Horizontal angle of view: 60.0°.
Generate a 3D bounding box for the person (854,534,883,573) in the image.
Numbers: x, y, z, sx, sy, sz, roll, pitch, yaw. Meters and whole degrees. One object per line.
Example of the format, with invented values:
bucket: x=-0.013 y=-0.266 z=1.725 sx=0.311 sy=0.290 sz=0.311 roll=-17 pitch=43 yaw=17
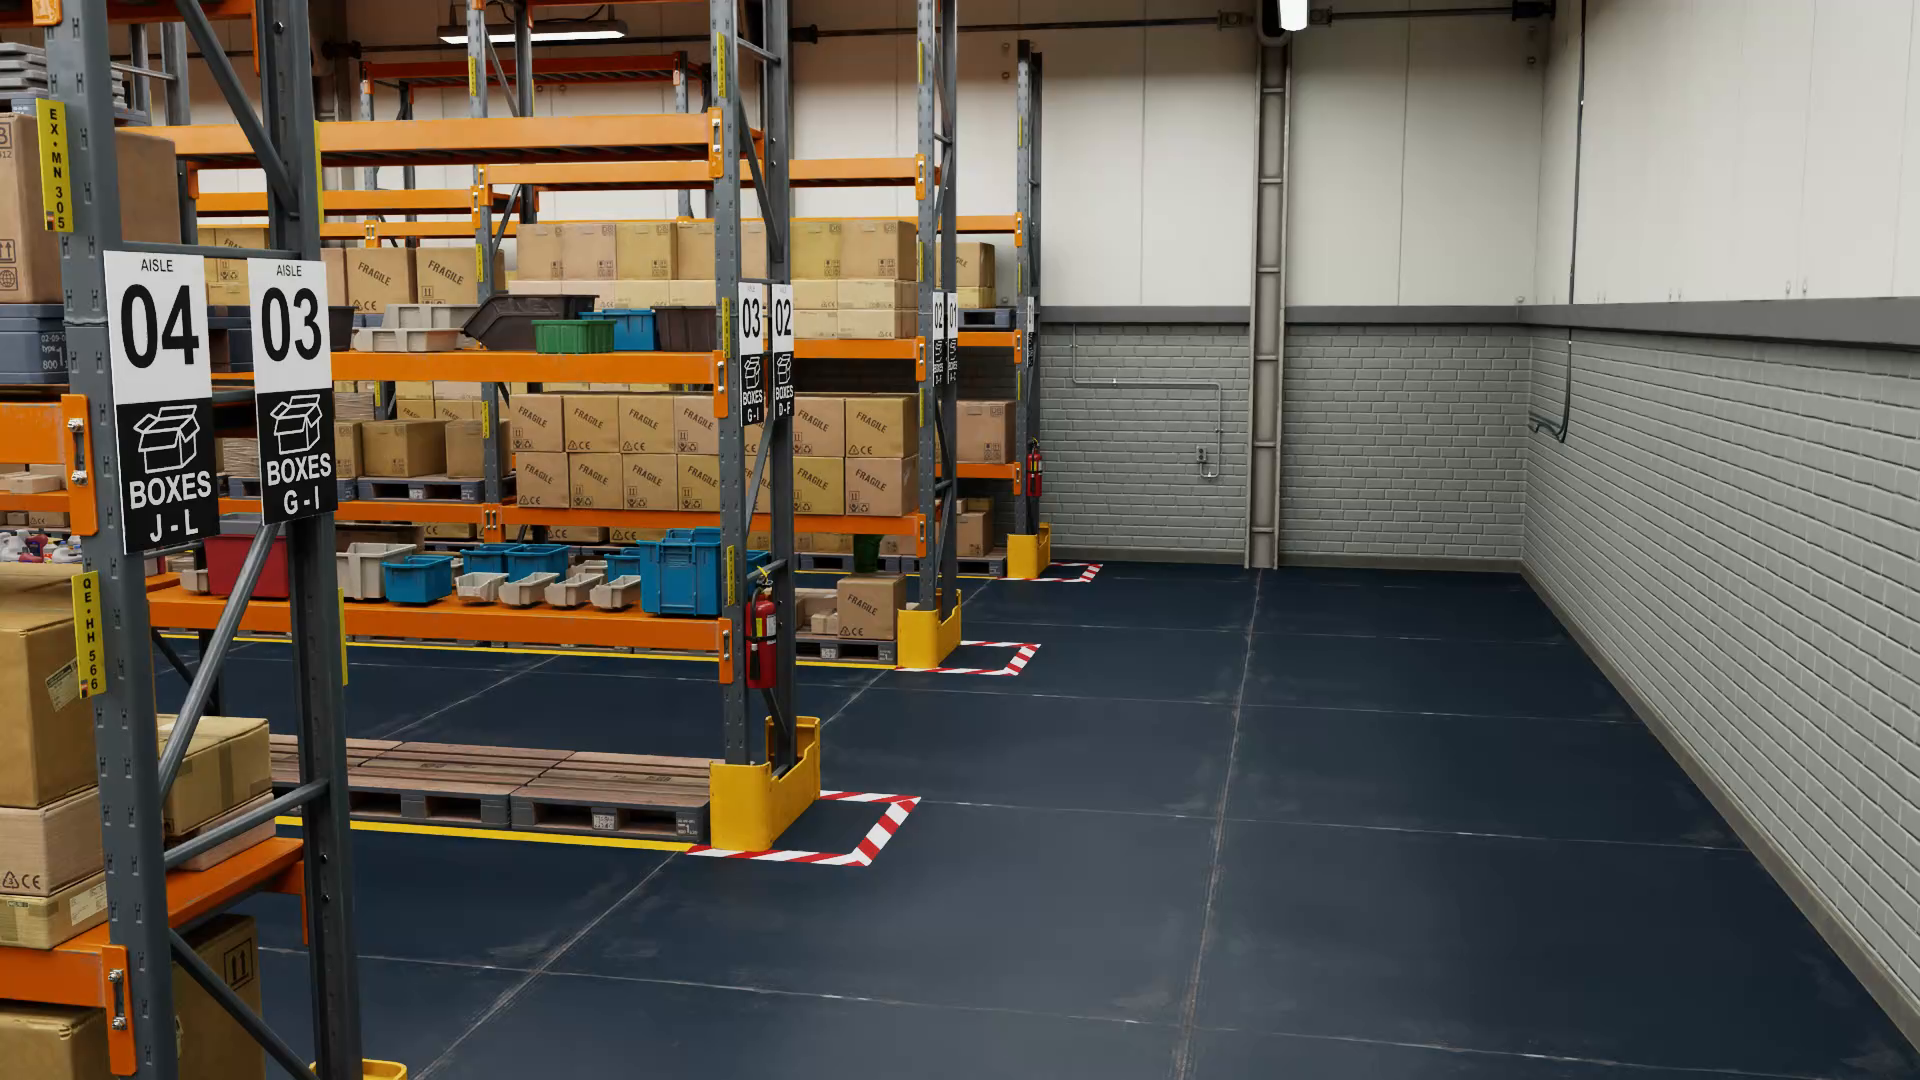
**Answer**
person: x=-1.001 y=-0.091 z=16.404 sx=0.570 sy=1.782 sz=0.494 roll=2 pitch=8 yaw=12
